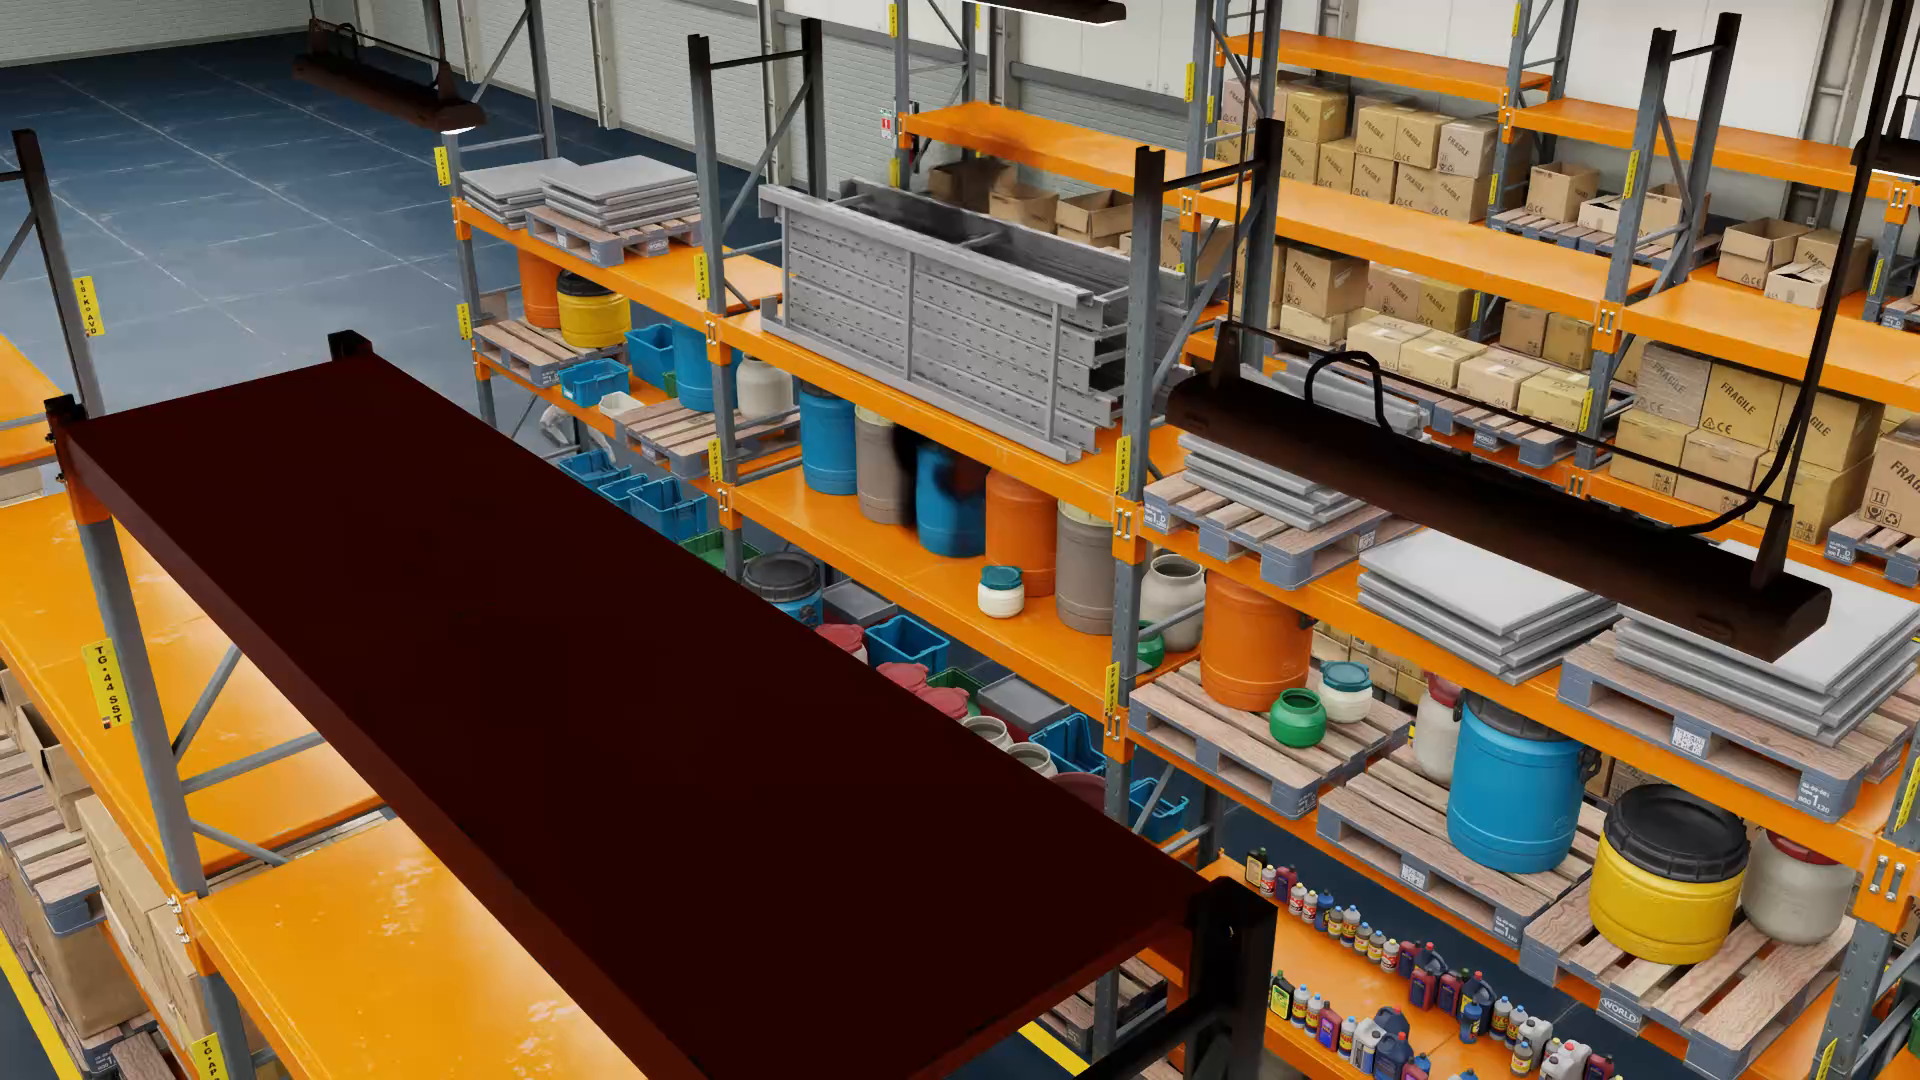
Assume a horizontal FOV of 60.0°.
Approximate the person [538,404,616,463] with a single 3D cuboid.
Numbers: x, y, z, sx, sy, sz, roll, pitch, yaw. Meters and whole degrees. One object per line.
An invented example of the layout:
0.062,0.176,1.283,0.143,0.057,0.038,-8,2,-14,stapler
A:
-4.419,-1.577,18.730,0.908,1.721,0.659,-5,27,-10,person
